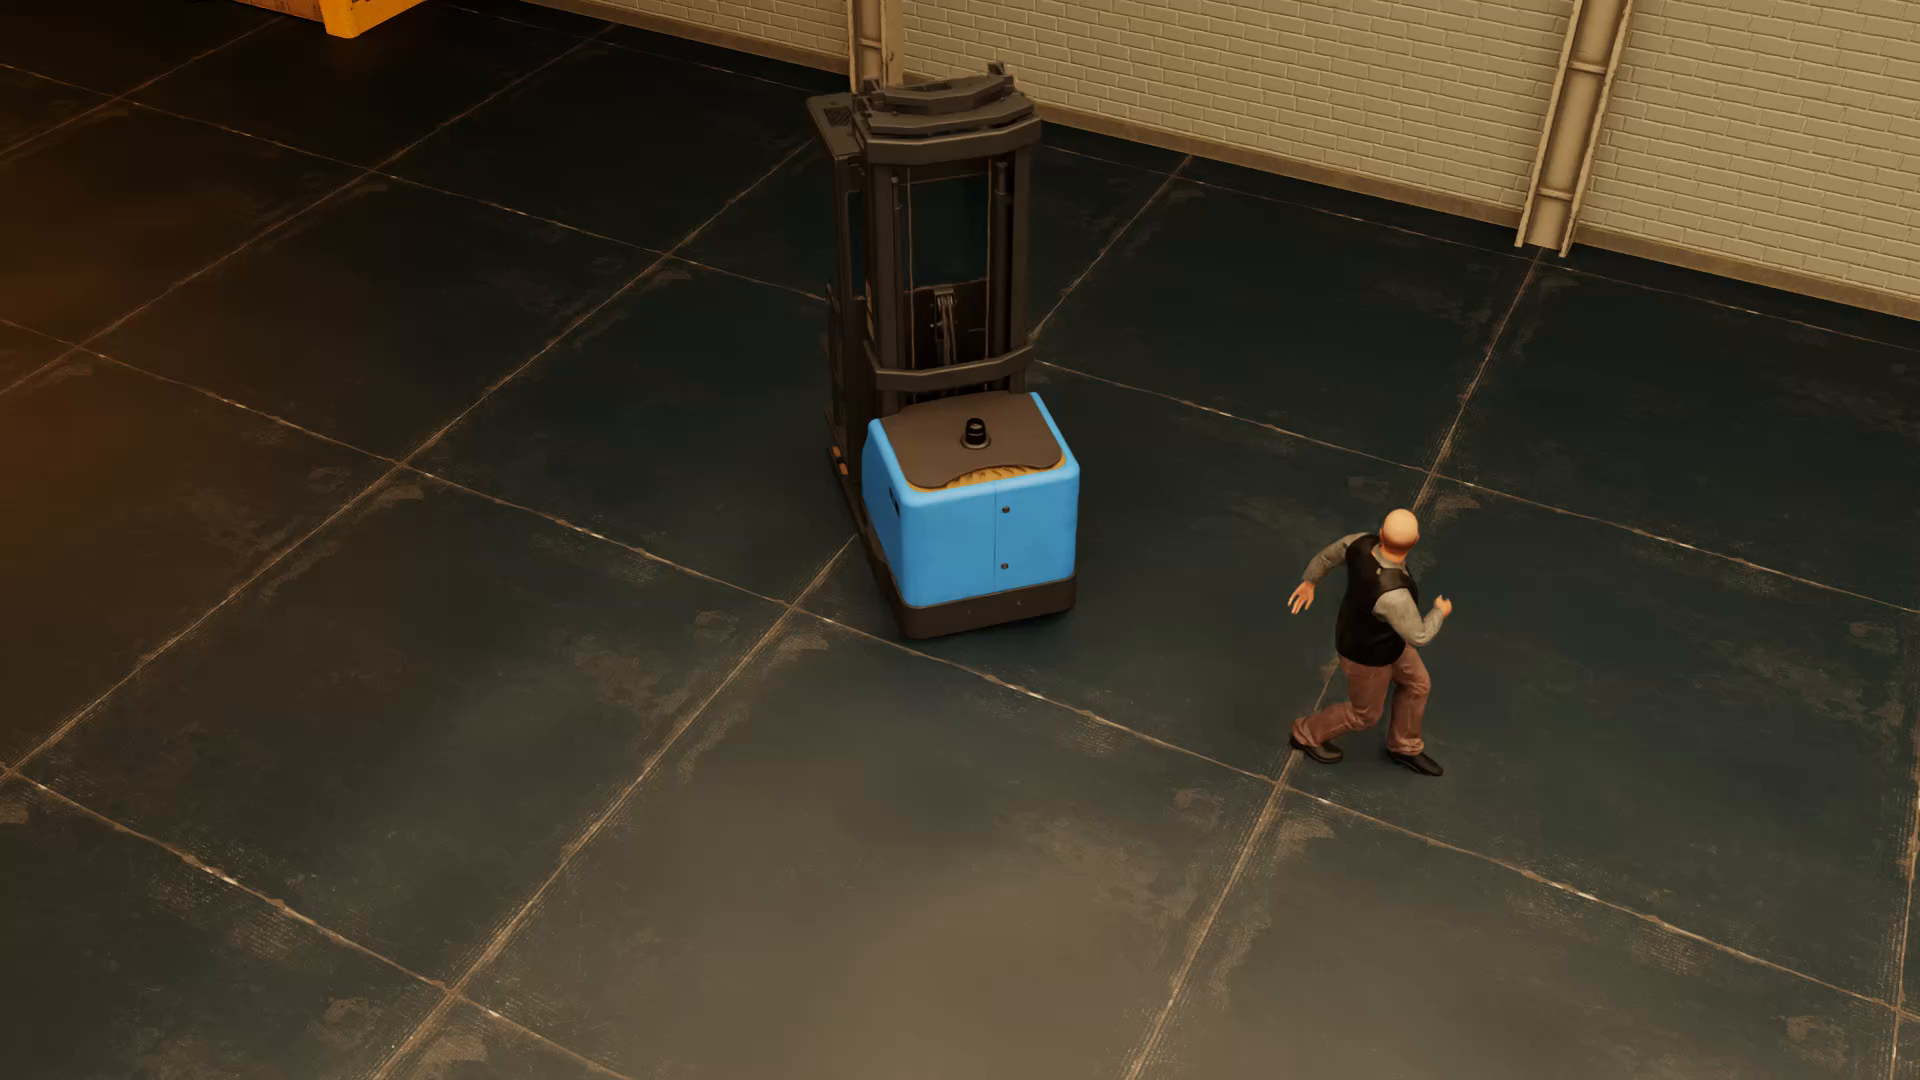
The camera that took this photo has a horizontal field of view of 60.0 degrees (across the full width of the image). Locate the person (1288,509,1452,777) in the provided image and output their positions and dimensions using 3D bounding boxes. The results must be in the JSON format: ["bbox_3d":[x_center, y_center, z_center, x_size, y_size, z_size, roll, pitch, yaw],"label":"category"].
[{"bbox_3d":[2.112,0.519,8.390,0.938,1.668,0.556,8,41,10],"label":"person"}]

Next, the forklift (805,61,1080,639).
[{"bbox_3d":[-0.230,-1.514,9.784,1.130,2.935,3.031,-11,41,-12],"label":"forklift"}]
